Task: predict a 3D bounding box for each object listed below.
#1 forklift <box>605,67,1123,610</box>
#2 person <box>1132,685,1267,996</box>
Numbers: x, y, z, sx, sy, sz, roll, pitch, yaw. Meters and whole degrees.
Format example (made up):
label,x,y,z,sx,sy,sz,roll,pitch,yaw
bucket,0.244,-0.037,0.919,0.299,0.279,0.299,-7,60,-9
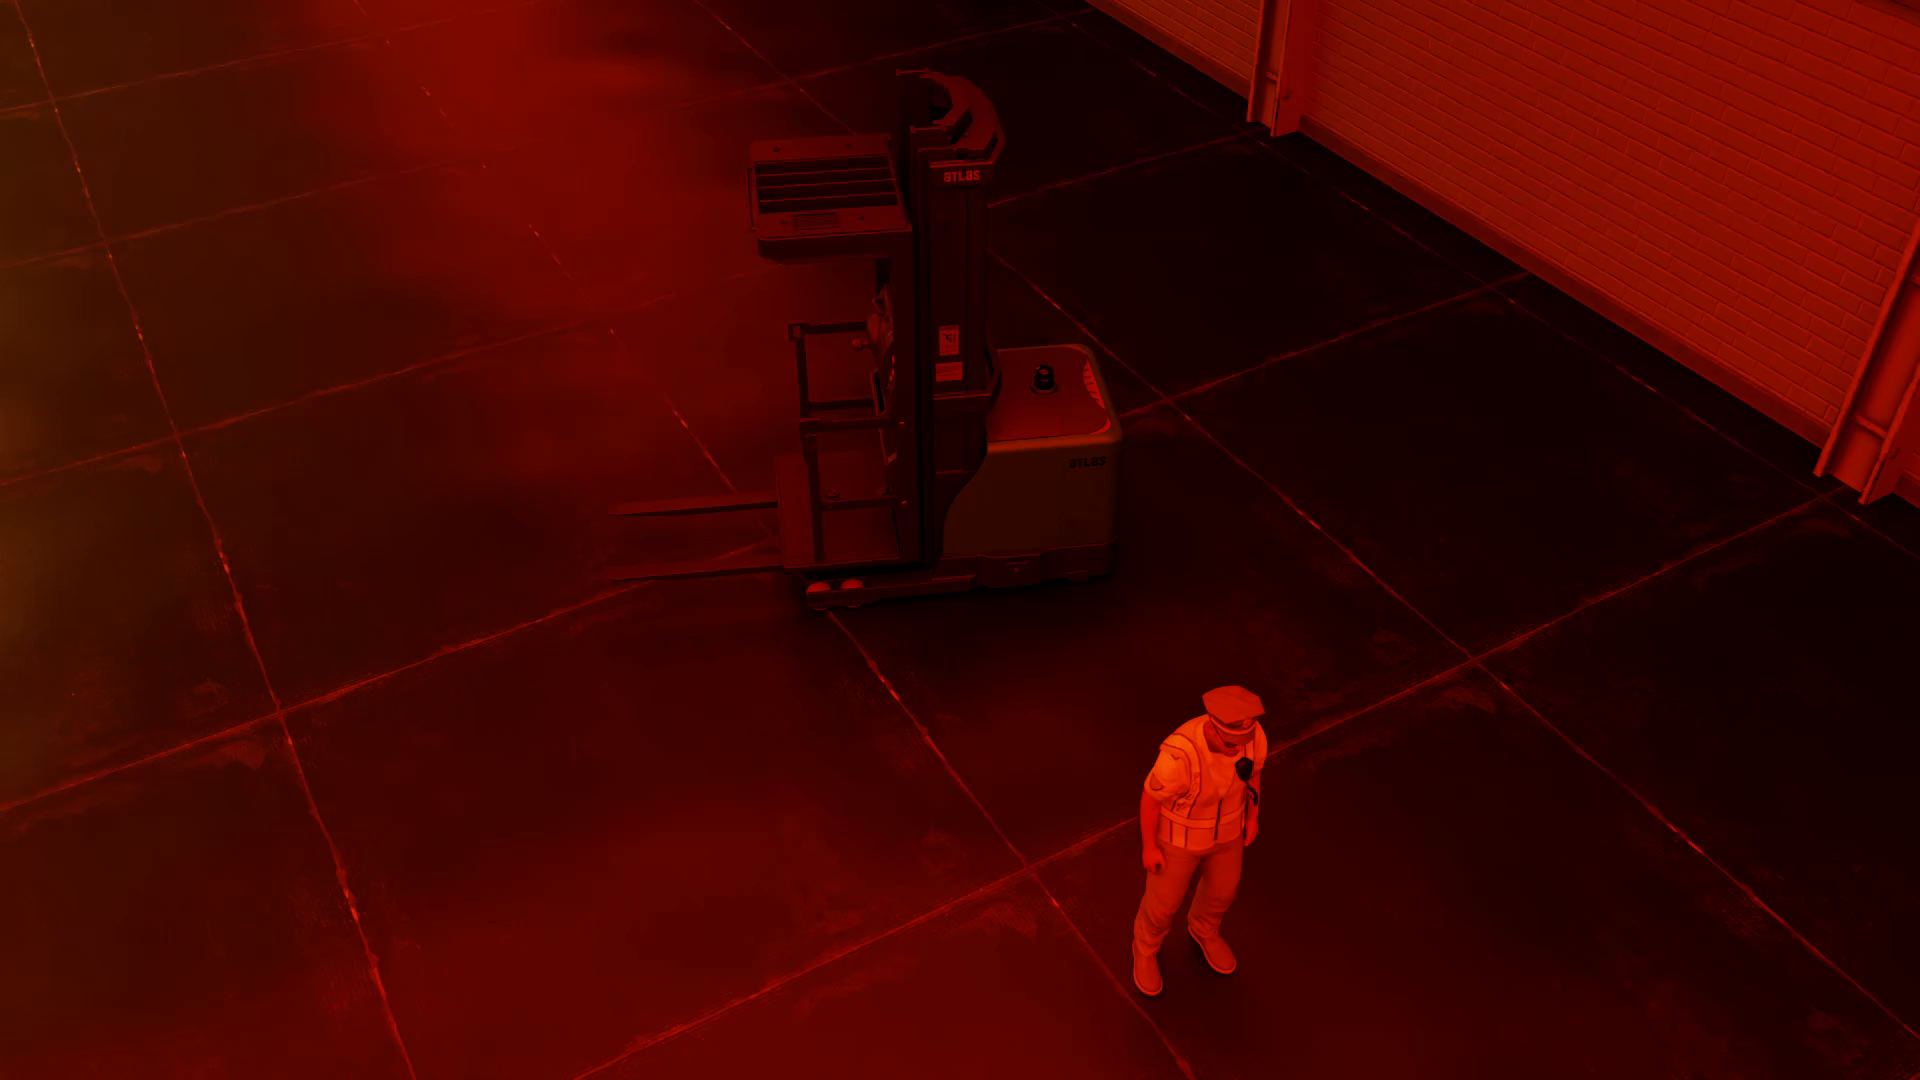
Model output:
label,x,y,z,sx,sy,sz,roll,pitch,yaw
forklift,-0.617,-1.074,9.331,3.031,2.935,1.130,-5,40,-6
person,1.063,1.285,7.413,0.595,1.746,0.443,-13,42,-16
